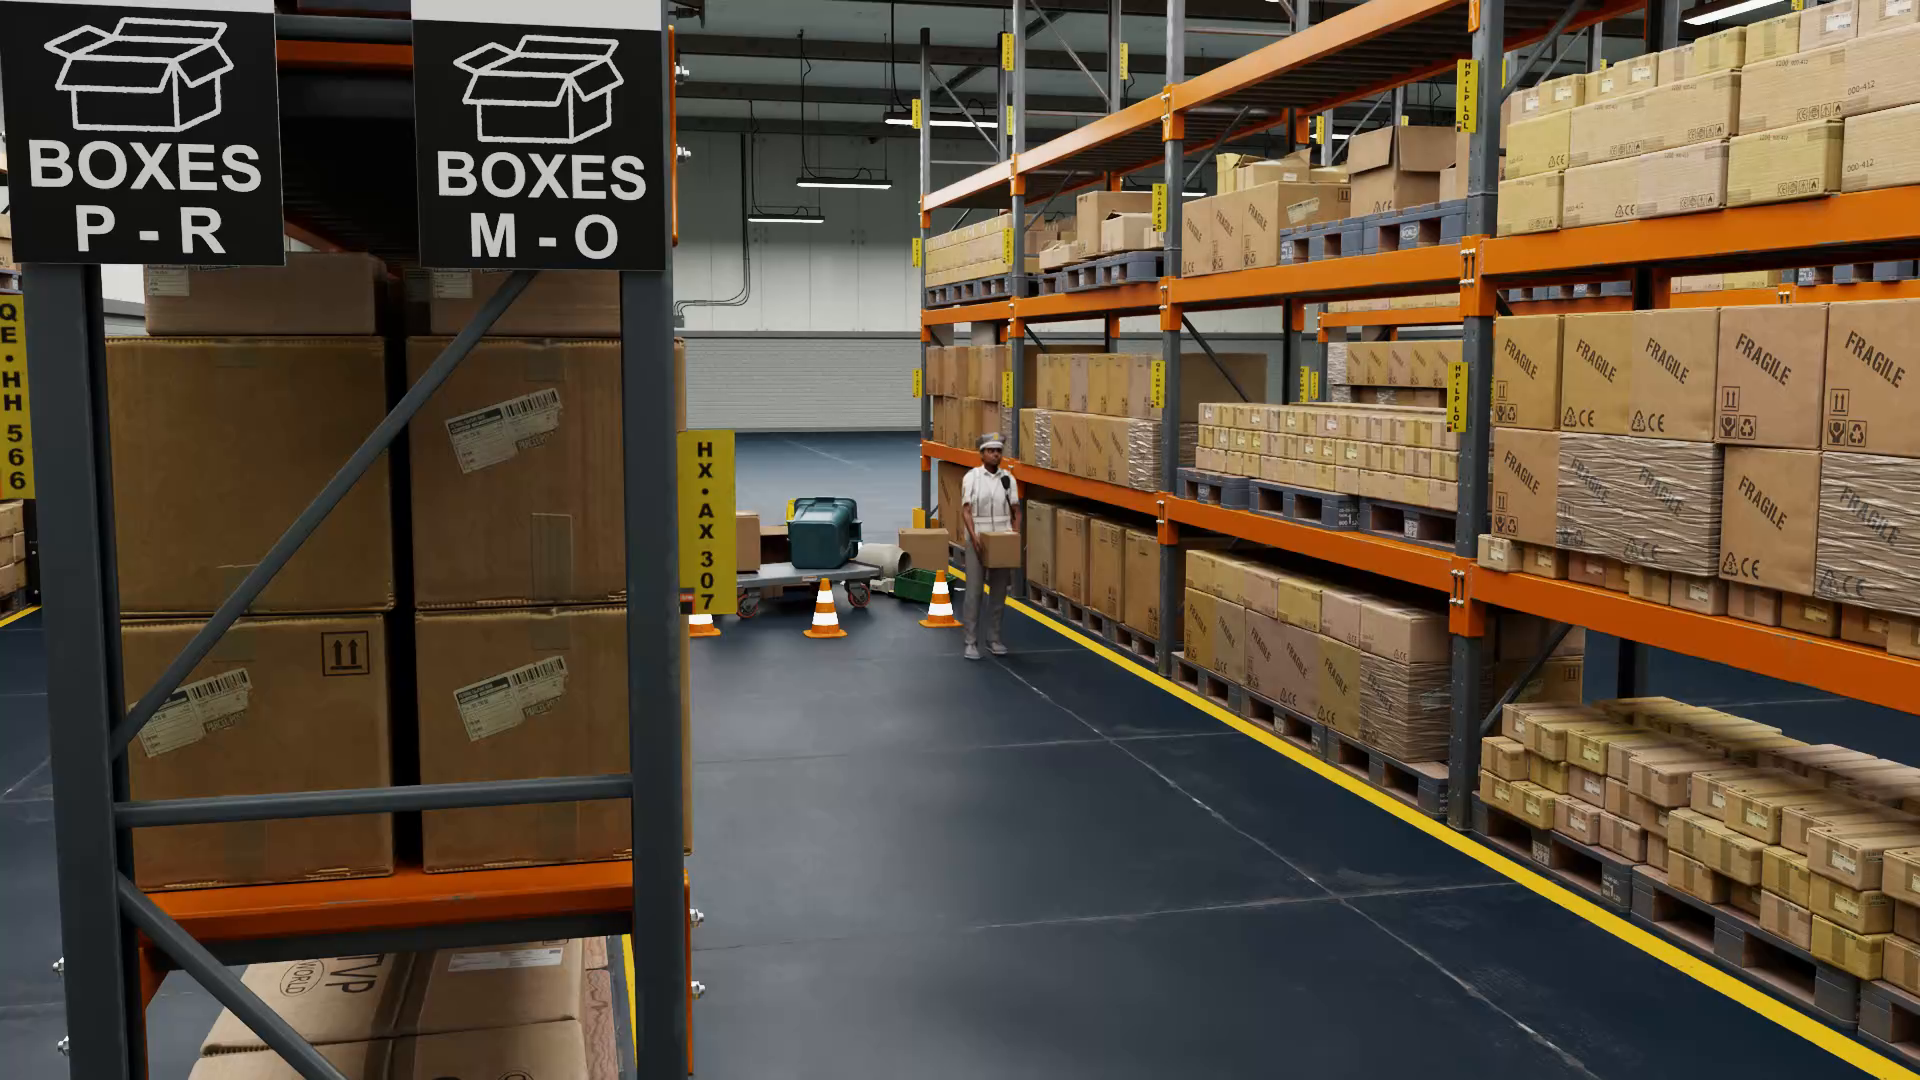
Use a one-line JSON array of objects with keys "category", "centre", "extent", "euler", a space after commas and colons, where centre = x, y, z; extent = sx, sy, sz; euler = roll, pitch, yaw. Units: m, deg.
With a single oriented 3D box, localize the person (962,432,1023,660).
[{"category": "person", "centre": [0.242, 0.032, 12.676], "extent": [0.495, 1.702, 0.489], "euler": [-2, 6, -13]}]
